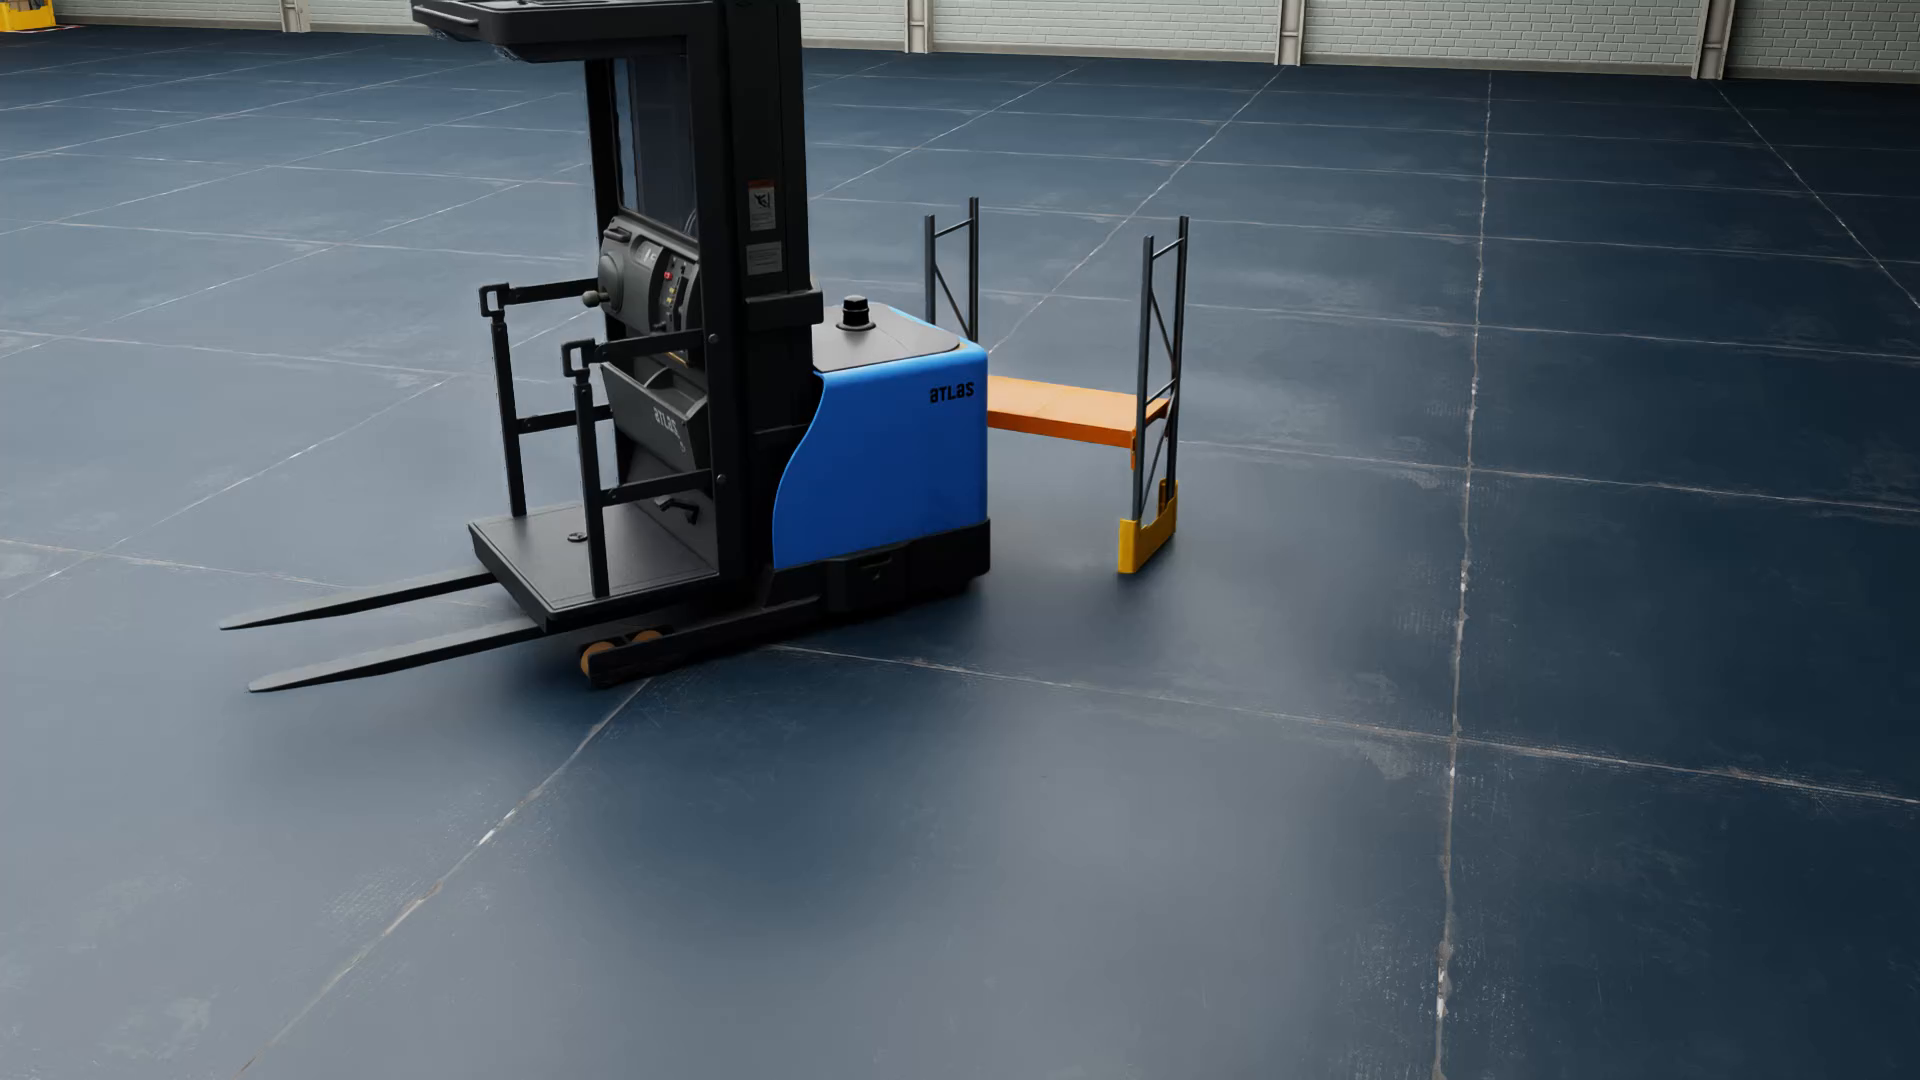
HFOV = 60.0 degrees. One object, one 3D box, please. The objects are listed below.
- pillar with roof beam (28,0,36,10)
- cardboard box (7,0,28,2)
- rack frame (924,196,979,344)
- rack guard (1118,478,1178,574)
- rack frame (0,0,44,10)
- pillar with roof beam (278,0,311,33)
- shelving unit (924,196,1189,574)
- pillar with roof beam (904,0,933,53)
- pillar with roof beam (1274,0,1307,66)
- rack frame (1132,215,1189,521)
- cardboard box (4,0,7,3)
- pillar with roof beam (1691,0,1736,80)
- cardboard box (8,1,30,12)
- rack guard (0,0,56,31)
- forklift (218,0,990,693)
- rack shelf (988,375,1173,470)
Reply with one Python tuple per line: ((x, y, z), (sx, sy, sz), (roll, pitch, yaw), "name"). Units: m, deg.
((-19.147, -12.585, 26.594), (0.400, 9.000, 9.100), (7, 23, 16), "pillar with roof beam")
((-17.888, -10.251, 31.218), (0.500, 0.250, 0.500), (7, 23, 16), "cardboard box")
((-0.035, -0.812, 7.774), (0.032, 1.500, 0.500), (10, 24, 24), "rack frame")
((0.864, -0.070, 7.611), (0.087, 0.250, 0.587), (10, 24, 24), "rack guard")
((-17.497, -10.970, 30.561), (0.127, 3.000, 1.000), (7, 23, 16), "rack frame")
((-13.403, -11.928, 24.991), (0.400, 9.000, 9.100), (7, 23, 16), "pillar with roof beam")
((0.415, -0.730, 7.573), (1.083, 1.500, 0.587), (10, 24, 24), "shelving unit")
((-1.914, -10.612, 21.784), (0.400, 9.000, 9.100), (7, 23, 16), "pillar with roof beam")
((3.830, -9.954, 20.180), (0.400, 9.000, 9.100), (7, 23, 16), "pillar with roof beam")
((0.881, -0.645, 7.366), (0.032, 1.500, 0.500), (10, 24, 24), "rack frame")
((-18.054, -10.063, 30.762), (0.500, 0.250, 0.500), (6, 23, 15), "cardboard box")
((9.574, -9.297, 18.577), (0.400, 9.000, 9.100), (7, 23, 16), "pillar with roof beam")
((-17.911, -10.017, 31.308), (0.500, 0.250, 0.500), (7, 23, 16), "cardboard box")
((-17.474, -9.811, 31.029), (0.348, 0.500, 1.175), (7, 23, 16), "rack guard")
((-1.393, -1.023, 6.401), (3.031, 2.935, 1.130), (-13, 26, -29), "forklift")
((0.423, -0.562, 7.638), (1.000, 0.185, 0.538), (10, 24, 24), "rack shelf")
